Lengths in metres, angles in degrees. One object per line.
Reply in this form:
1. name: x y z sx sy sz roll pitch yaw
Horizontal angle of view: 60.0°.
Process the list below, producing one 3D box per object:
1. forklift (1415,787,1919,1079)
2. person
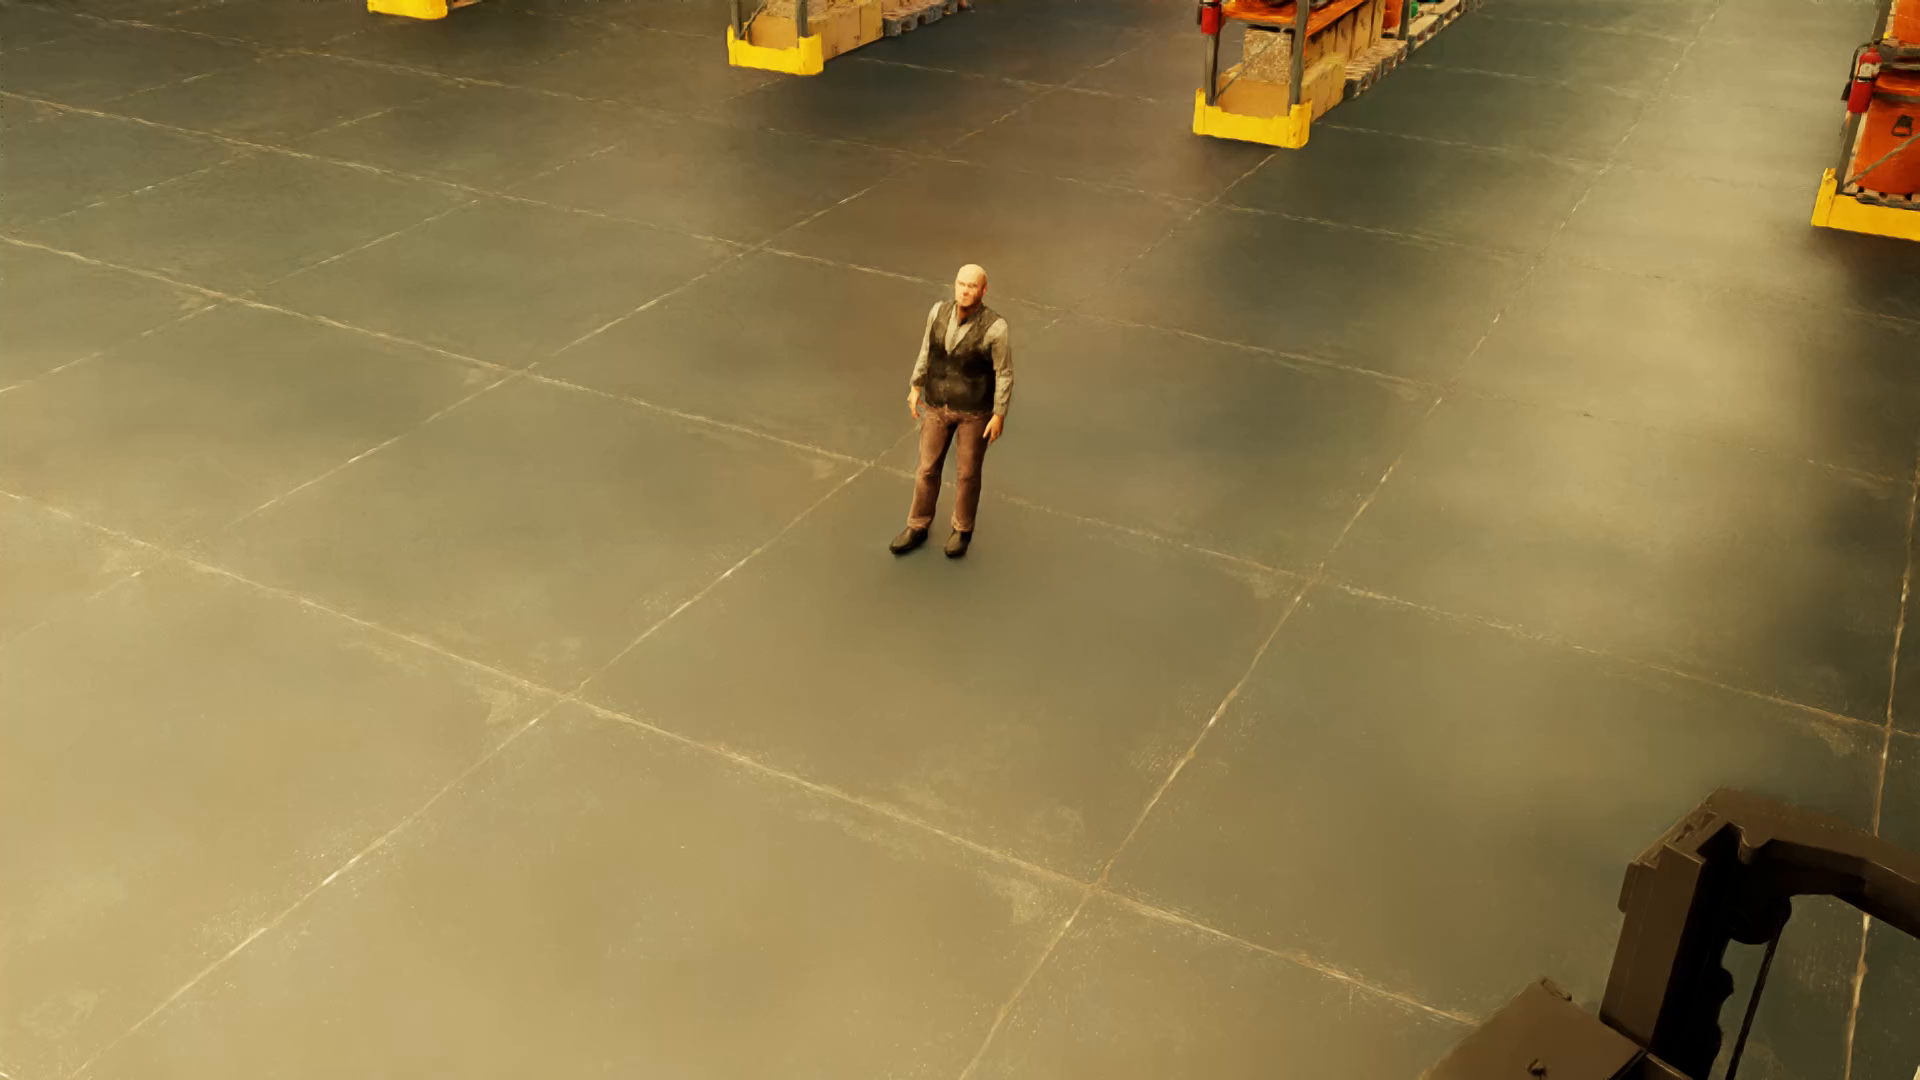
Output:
1. forklift: 1.327 2.094 3.443 3.031 2.935 1.130 -24 37 -35
2. person: -0.037 -0.726 9.525 0.632 1.720 0.567 15 33 25
